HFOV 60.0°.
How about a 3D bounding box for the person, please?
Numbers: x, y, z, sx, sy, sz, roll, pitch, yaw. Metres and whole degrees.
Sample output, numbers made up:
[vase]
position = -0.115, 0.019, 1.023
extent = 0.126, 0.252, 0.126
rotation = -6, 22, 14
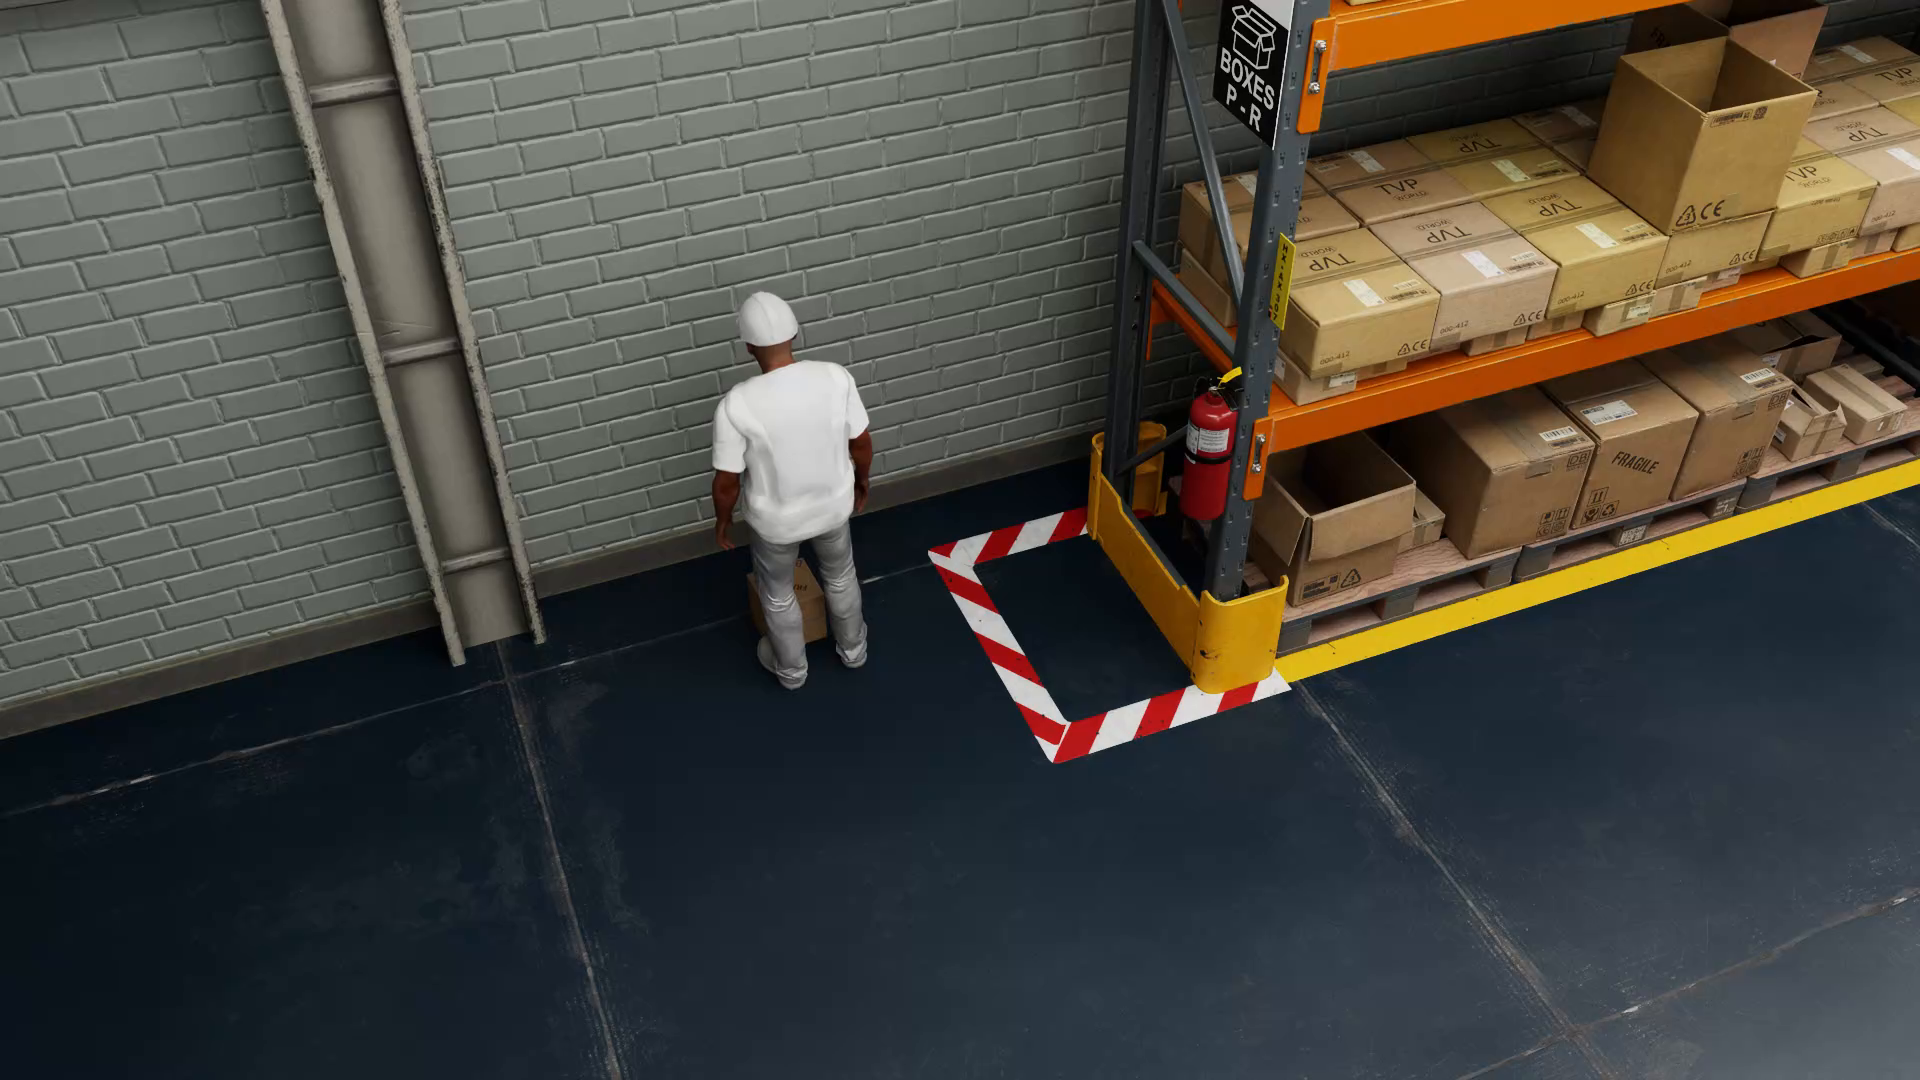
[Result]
[person]
position = -0.630, -0.155, 6.321
extent = 0.638, 1.761, 0.459
rotation = -17, 44, -18
